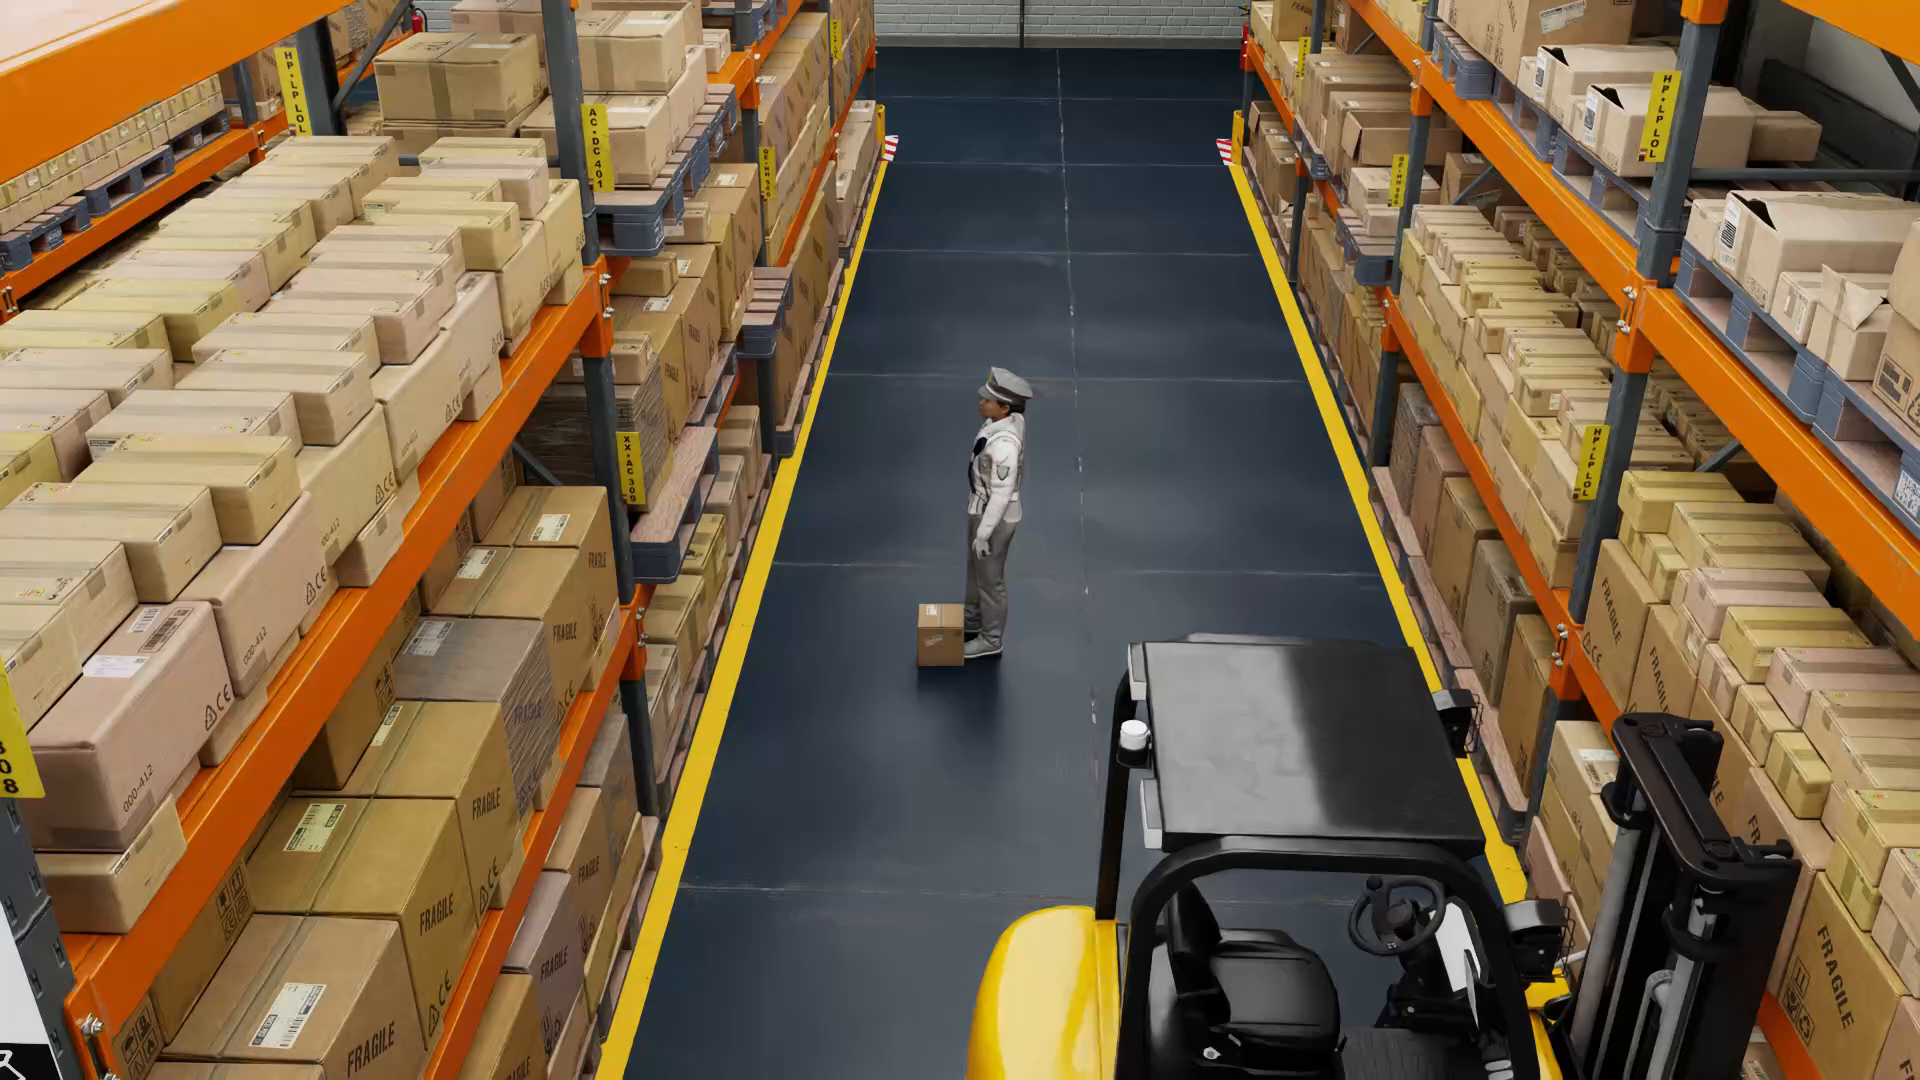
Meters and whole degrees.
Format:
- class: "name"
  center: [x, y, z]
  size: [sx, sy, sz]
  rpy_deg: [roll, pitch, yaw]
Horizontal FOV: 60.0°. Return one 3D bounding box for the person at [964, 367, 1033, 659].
- class: "person"
  center: [0.106, -0.133, 8.815]
  size: [0.533, 1.697, 0.588]
  rpy_deg: [1, 28, 2]
